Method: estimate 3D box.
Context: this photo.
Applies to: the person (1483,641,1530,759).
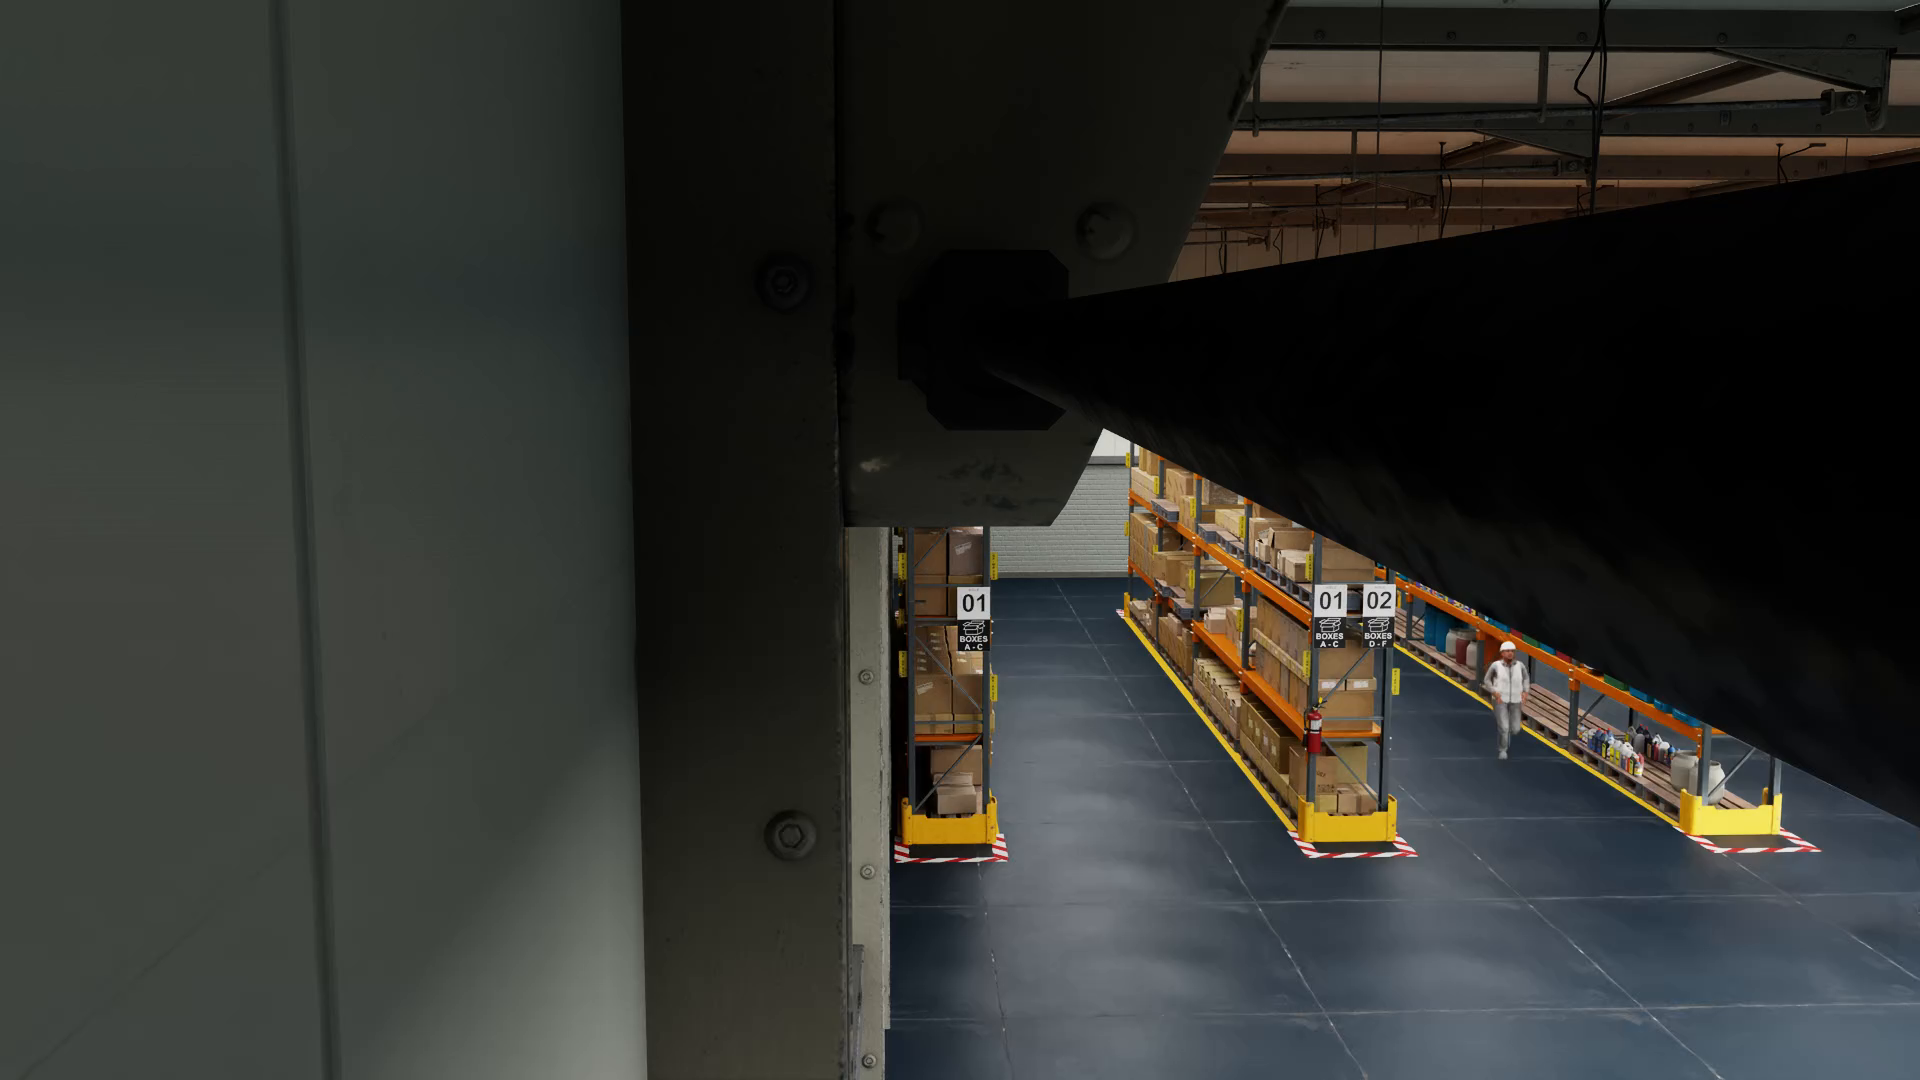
[{"bbox_3d":[8.066,2.339,24.561,0.690,1.728,0.600,0,7,0],"label":"person"}]
